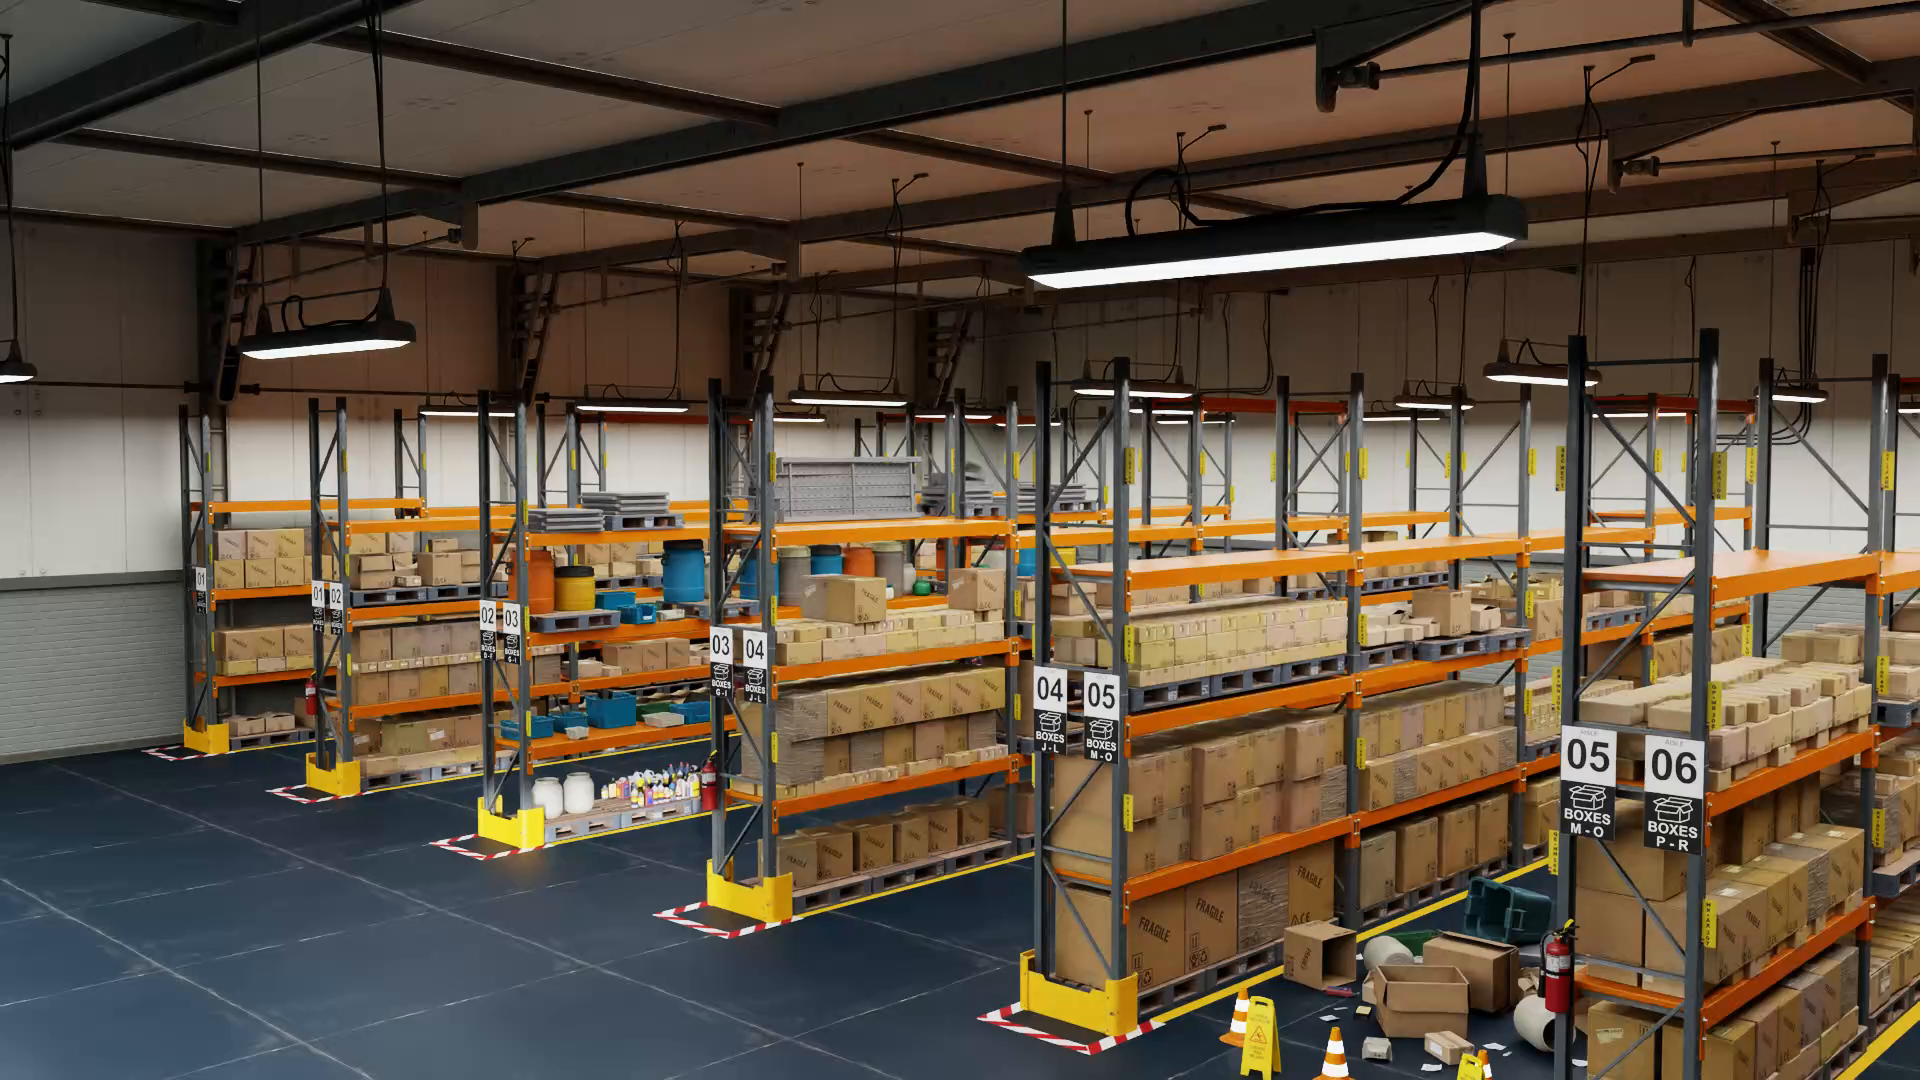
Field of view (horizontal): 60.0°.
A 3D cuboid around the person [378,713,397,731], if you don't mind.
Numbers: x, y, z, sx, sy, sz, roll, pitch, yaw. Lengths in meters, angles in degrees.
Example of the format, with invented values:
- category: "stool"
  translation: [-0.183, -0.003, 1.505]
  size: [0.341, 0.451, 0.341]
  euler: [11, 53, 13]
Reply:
- category: "person"
  translation: [-9.715, 2.879, 28.430]
  size: [0.611, 1.554, 0.600]
  euler: [1, 3, 18]
